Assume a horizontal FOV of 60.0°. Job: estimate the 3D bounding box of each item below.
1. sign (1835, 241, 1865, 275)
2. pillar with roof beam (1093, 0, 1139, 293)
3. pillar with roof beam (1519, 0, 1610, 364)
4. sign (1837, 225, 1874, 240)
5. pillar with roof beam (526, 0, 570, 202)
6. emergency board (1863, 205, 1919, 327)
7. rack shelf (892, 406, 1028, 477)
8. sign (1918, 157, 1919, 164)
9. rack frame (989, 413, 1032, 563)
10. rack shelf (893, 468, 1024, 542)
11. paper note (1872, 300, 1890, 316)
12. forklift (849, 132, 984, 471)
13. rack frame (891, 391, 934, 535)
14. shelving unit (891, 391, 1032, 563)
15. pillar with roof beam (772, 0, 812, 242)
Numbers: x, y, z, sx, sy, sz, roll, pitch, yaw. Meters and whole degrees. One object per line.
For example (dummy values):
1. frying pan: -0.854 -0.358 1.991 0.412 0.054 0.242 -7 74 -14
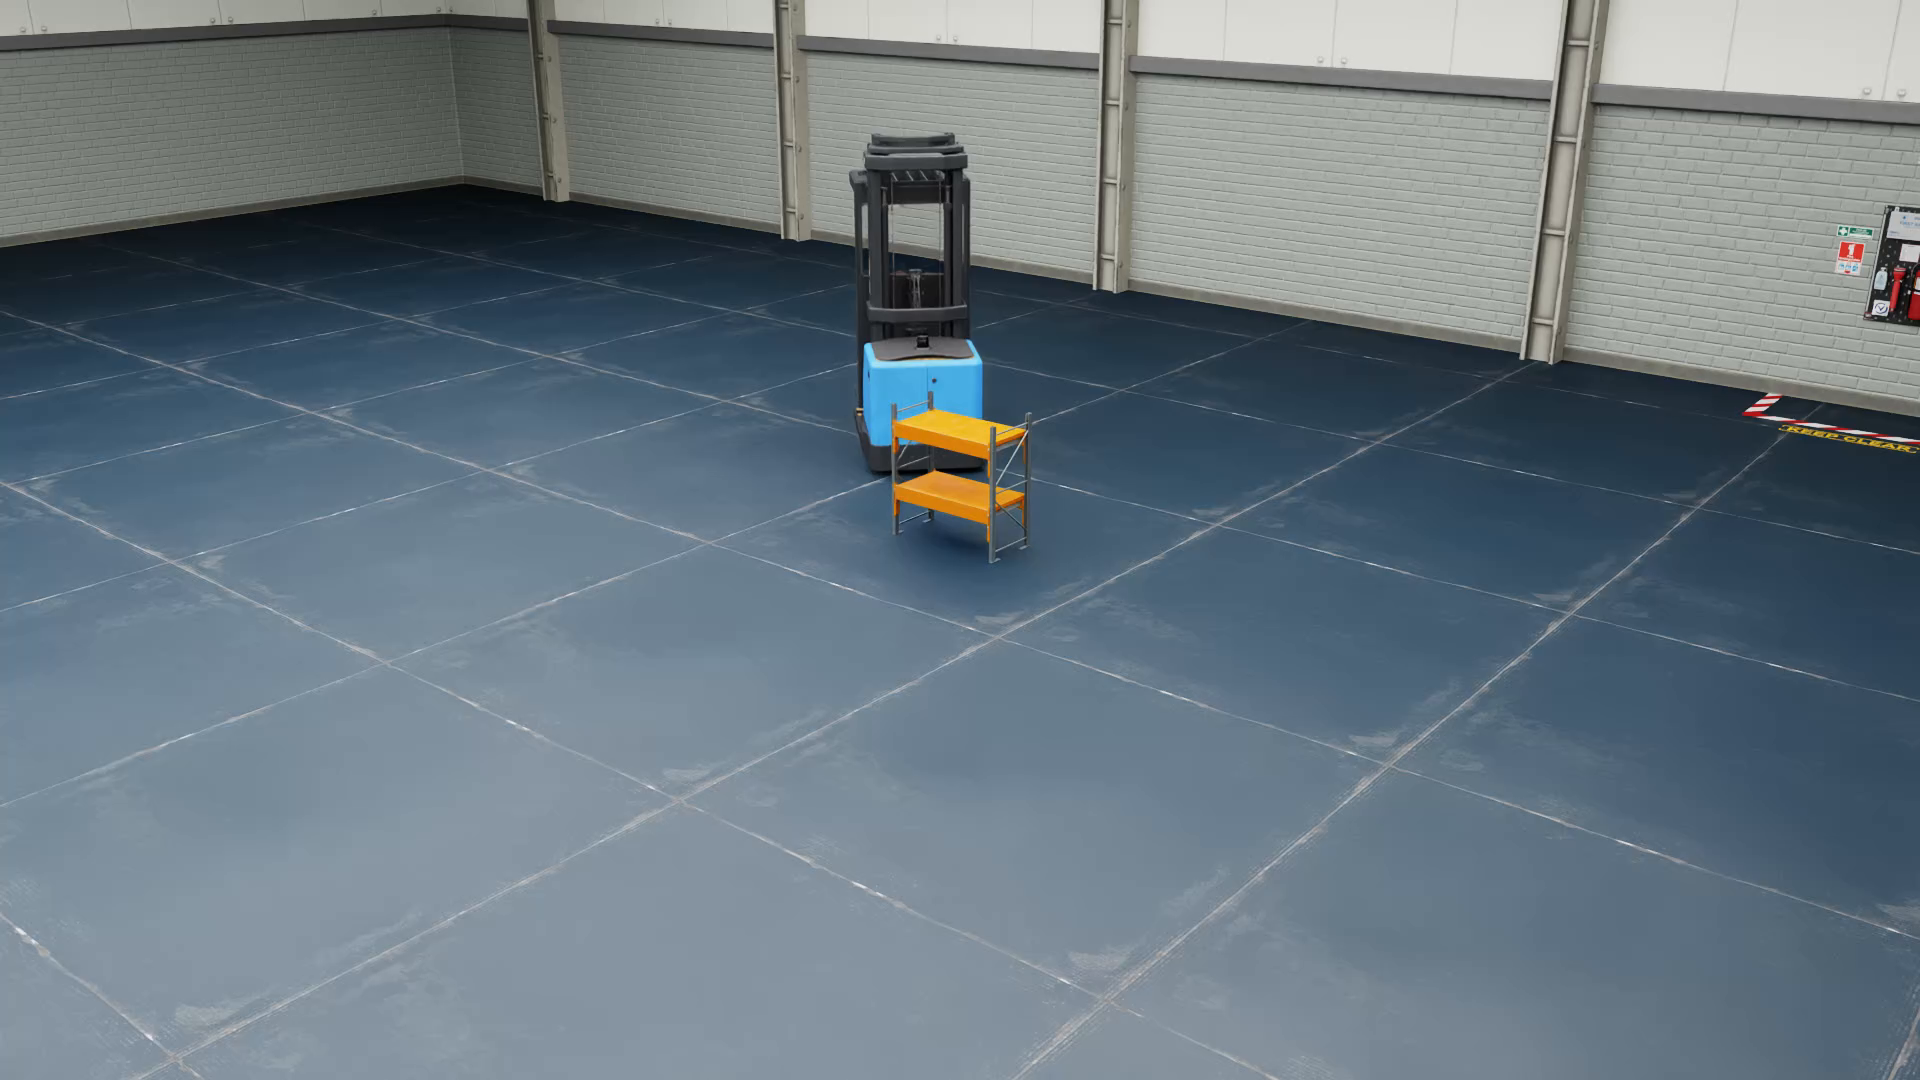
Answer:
1. sign: 9.107 -2.884 17.015 0.234 0.329 0.001 16 26 36
2. pillar with roof beam: -0.658 -6.462 18.050 0.400 9.000 9.100 16 26 36
3. pillar with roof beam: 3.990 -5.123 14.501 0.400 9.000 9.100 16 26 36
4. sign: 9.105 -3.129 16.913 0.331 0.109 0.001 16 26 36
5. pillar with roof beam: -9.955 -9.139 25.150 0.400 9.000 9.100 16 26 36
6. emergency board: 9.470 -2.716 16.620 0.643 1.169 0.194 16 26 36
7. rack shelf: 0.005 -0.799 13.362 1.000 0.278 0.538 16 26 36
8. sign: 9.527 -3.830 16.288 0.199 0.298 0.001 16 26 36
9. rack frame: 0.399 -0.411 13.165 0.032 1.125 0.500 16 26 36
10. rack shelf: 0.005 -0.296 13.552 1.000 0.278 0.538 16 26 36
11. paper note: 9.377 -2.362 16.930 0.142 0.148 0.016 16 26 36
12. forklift: -0.478 -2.478 16.085 1.130 2.935 3.031 -3 21 -7
13. rack frame: -0.389 -0.638 13.766 0.032 1.125 0.500 16 26 36
14. shelving unit: 0.005 -0.525 13.466 1.048 1.125 0.538 16 26 36
15. pillar with roof beam: -5.306 -7.801 21.600 0.400 9.000 9.100 16 26 36
